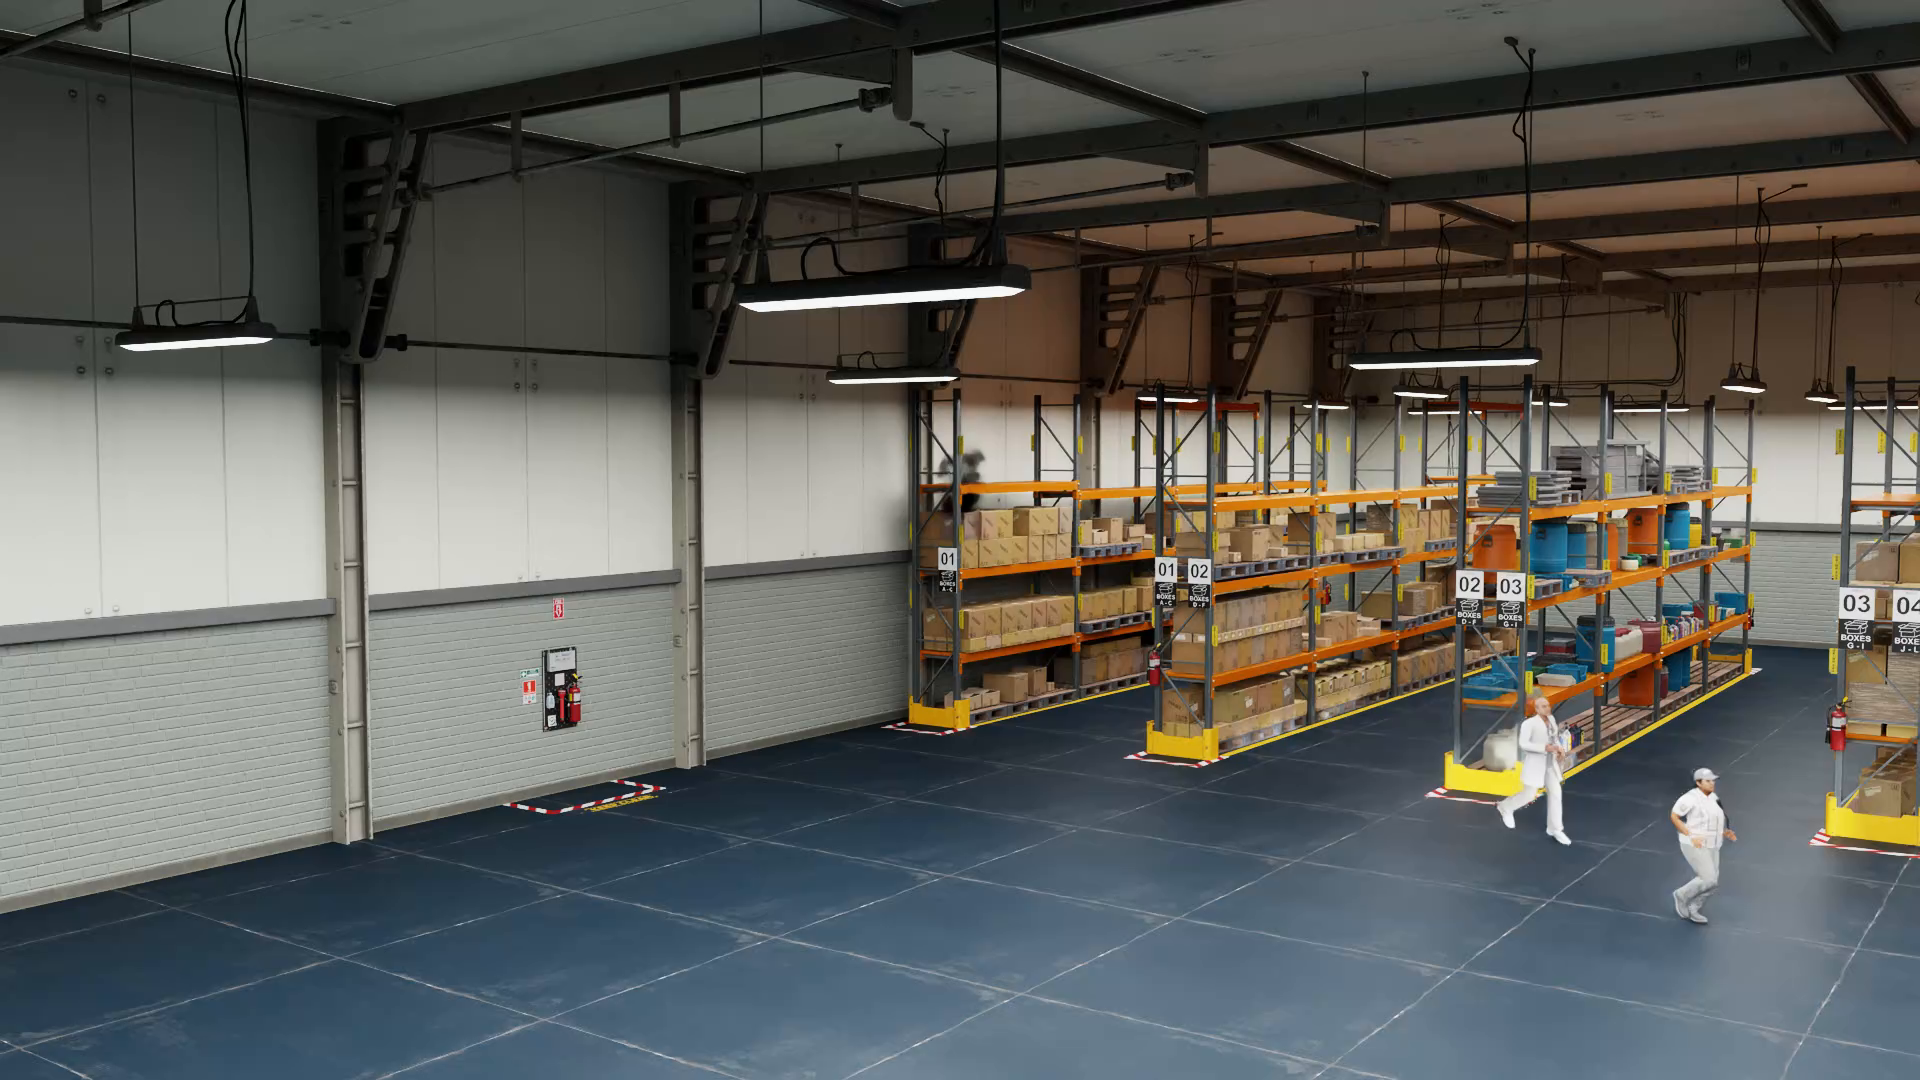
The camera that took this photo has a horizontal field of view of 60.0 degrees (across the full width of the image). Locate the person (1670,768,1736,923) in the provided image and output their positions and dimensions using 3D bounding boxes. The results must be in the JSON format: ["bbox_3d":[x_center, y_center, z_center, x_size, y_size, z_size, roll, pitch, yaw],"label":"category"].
[{"bbox_3d":[7.779,3.196,17.358,0.582,1.622,0.531,-2,4,-30],"label":"person"}]

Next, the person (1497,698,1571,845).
[{"bbox_3d":[7.375,2.898,21.241,0.720,1.801,1.061,-1,4,-23],"label":"person"}]
